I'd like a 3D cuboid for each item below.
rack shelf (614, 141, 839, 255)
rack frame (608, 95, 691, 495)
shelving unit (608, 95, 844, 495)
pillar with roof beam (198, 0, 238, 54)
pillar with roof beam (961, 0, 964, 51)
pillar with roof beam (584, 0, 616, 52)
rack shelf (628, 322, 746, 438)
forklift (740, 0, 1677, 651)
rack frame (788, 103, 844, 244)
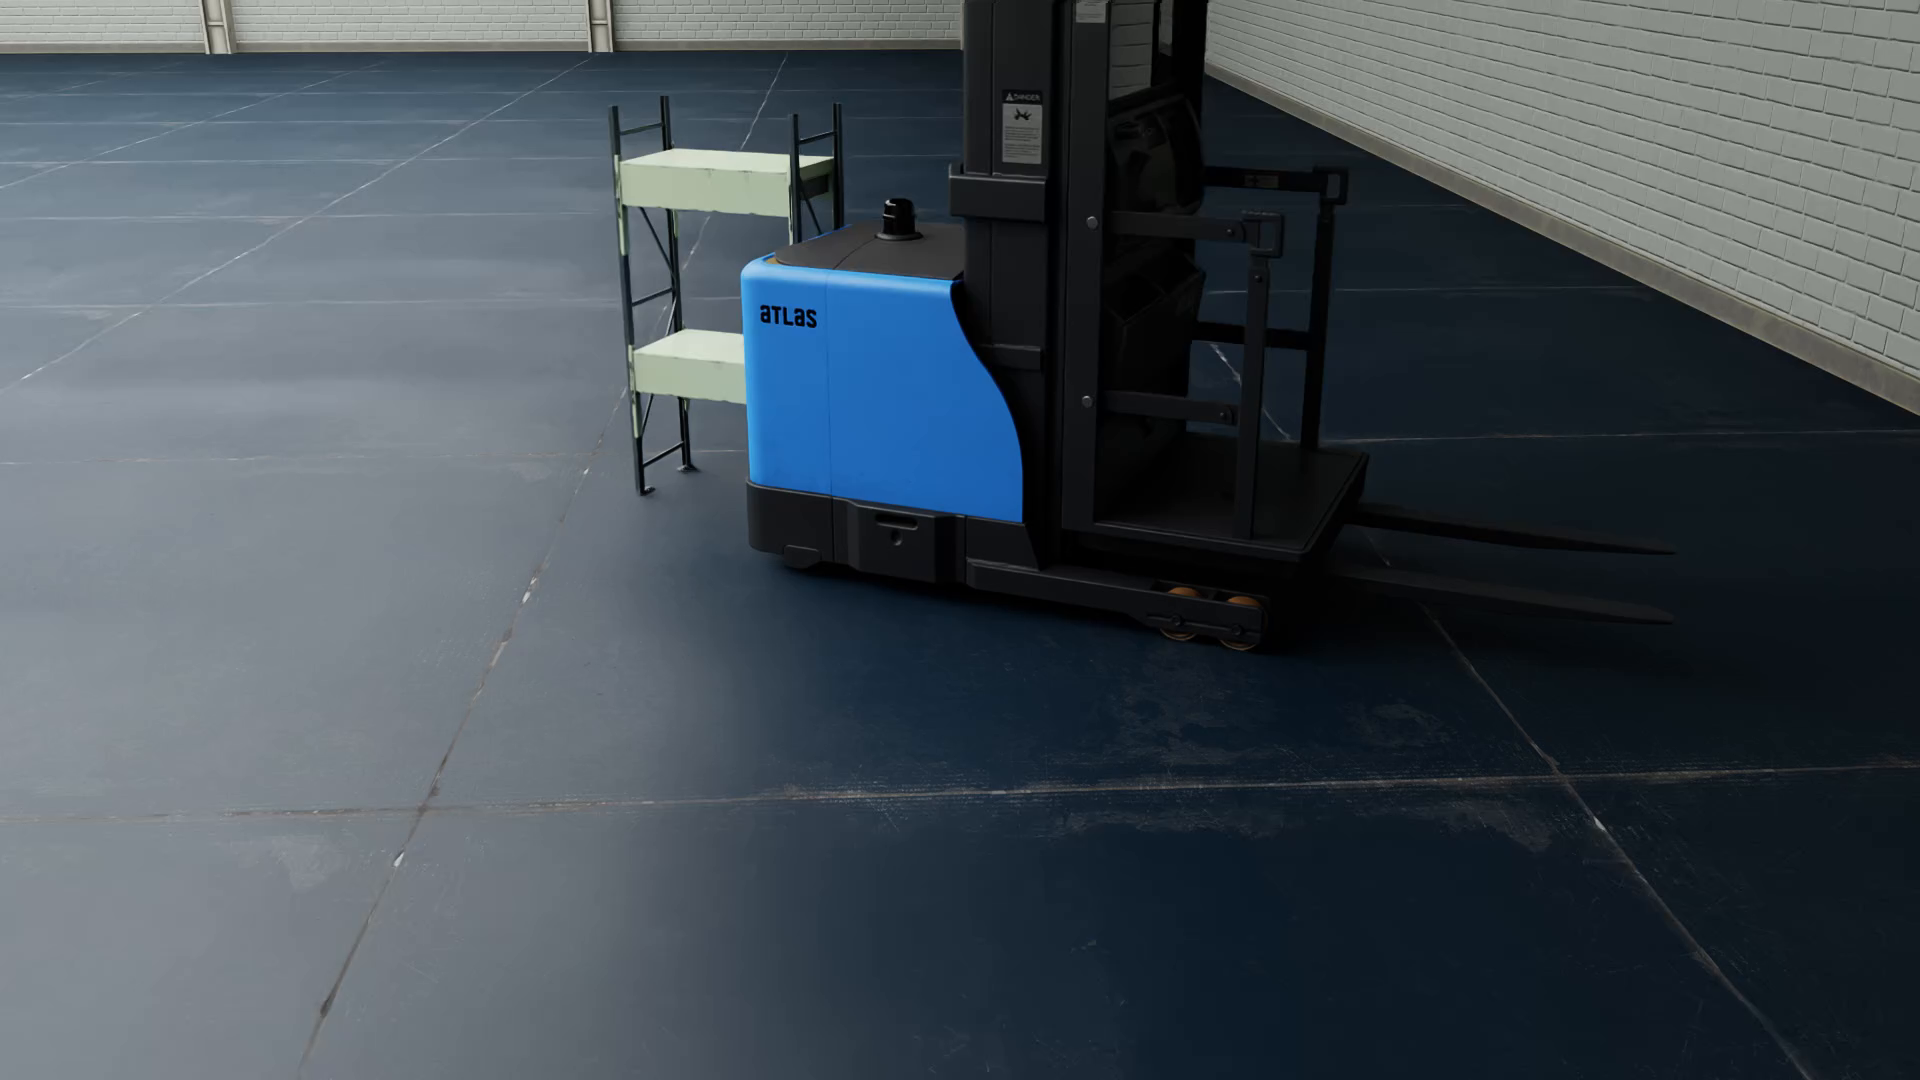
[{"bbox_3d":[-0.862,-1.265,6.239,0.720,0.370,0.431,8,22,20],"label":"rack shelf"},{"bbox_3d":[-1.204,-0.947,6.500,0.023,1.500,0.400,8,22,20],"label":"rack frame"},{"bbox_3d":[-0.862,-0.900,6.377,0.755,1.500,0.431,8,22,20],"label":"shelving unit"},{"bbox_3d":[-11.515,-10.437,20.887,0.400,9.000,9.100,-1,21,-3],"label":"pillar with roof beam"},{"bbox_3d":[0.466,-10.680,21.527,0.400,9.000,9.100,-1,21,-3],"label":"pillar with roof beam"},{"bbox_3d":[-5.524,-10.559,21.207,0.400,9.000,9.100,-1,21,-3],"label":"pillar with roof beam"},{"bbox_3d":[-0.862,-0.596,6.493,0.720,0.370,0.431,8,22,20],"label":"rack shelf"},{"bbox_3d":[0.818,-1.238,5.254,3.031,2.935,1.130,9,22,21],"label":"forklift"},{"bbox_3d":[-0.521,-0.853,6.255,0.023,1.500,0.400,8,22,20],"label":"rack frame"}]
